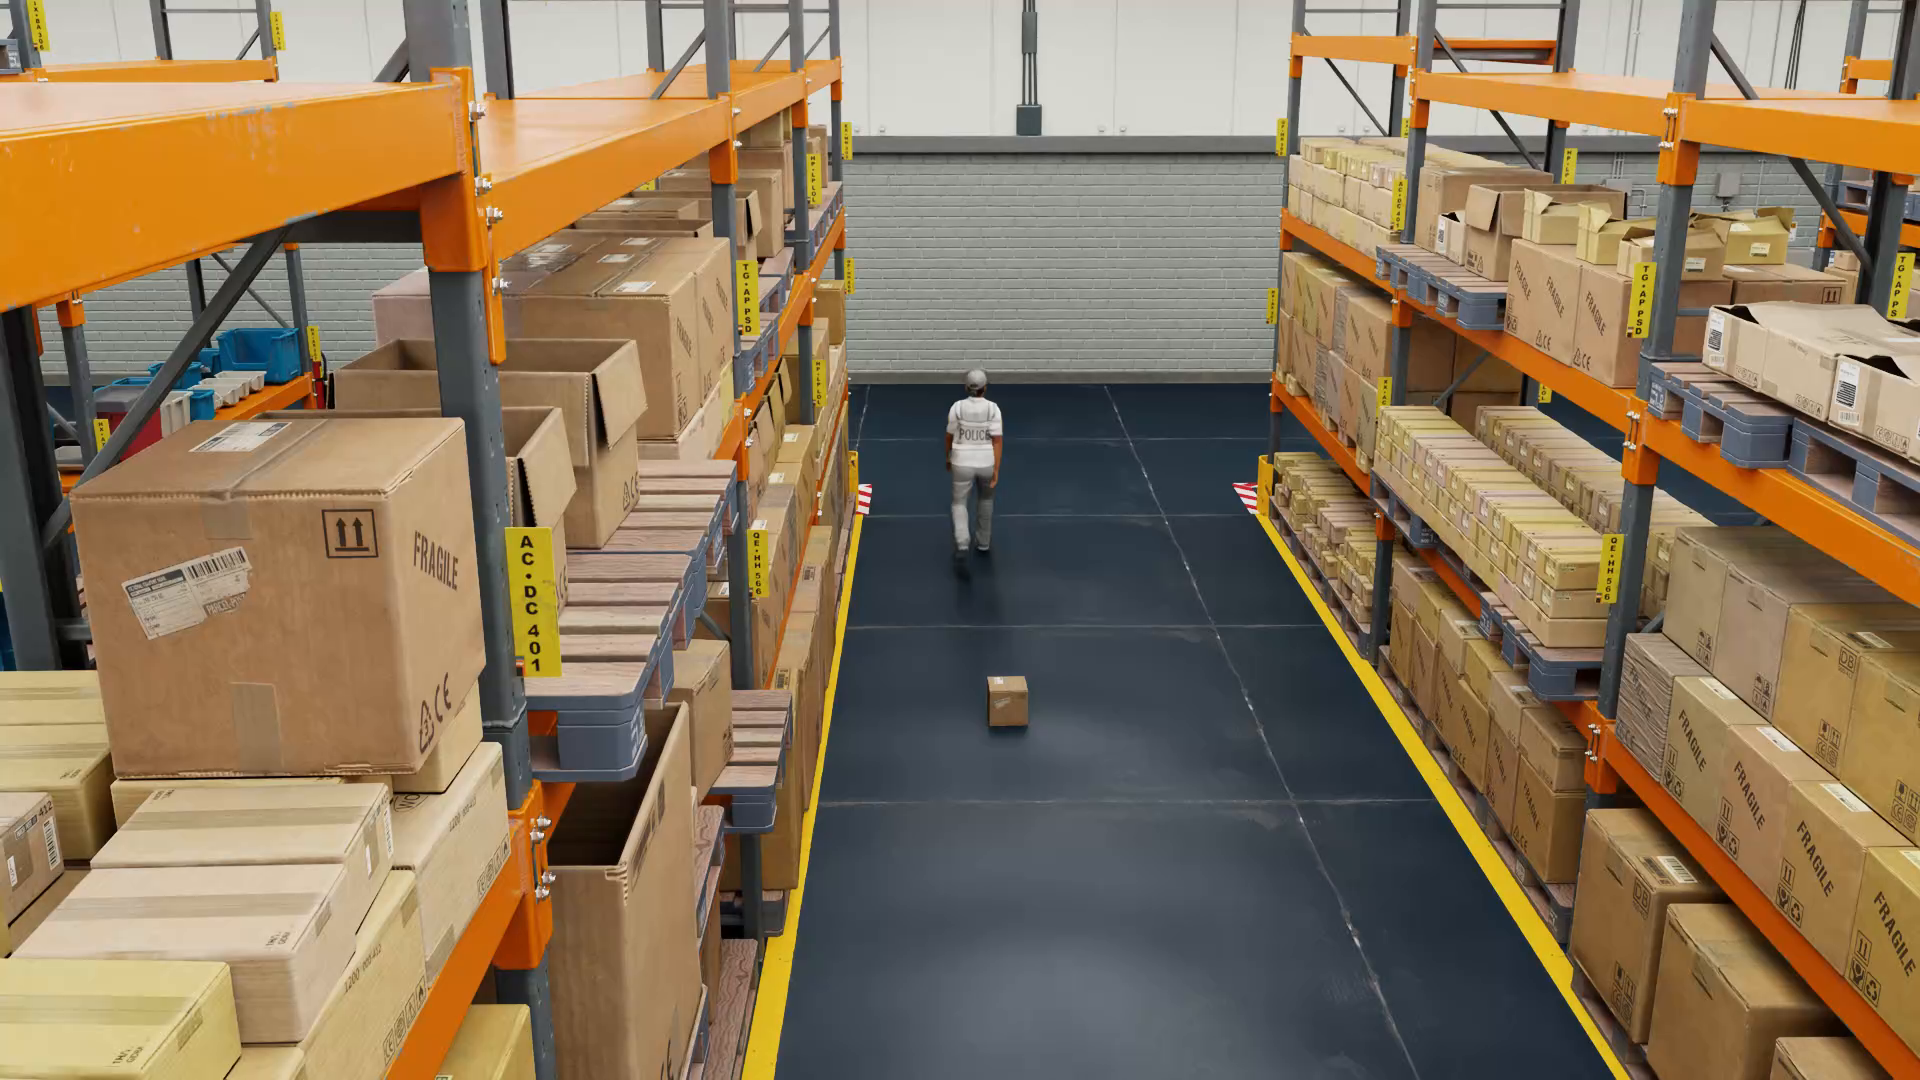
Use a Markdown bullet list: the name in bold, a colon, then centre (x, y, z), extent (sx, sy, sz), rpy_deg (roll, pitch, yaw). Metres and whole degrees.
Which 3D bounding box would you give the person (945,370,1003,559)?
- **person**: centre (0.116, -0.632, 14.039), extent (0.478, 1.621, 0.905), rpy_deg (-1, 17, -3)
